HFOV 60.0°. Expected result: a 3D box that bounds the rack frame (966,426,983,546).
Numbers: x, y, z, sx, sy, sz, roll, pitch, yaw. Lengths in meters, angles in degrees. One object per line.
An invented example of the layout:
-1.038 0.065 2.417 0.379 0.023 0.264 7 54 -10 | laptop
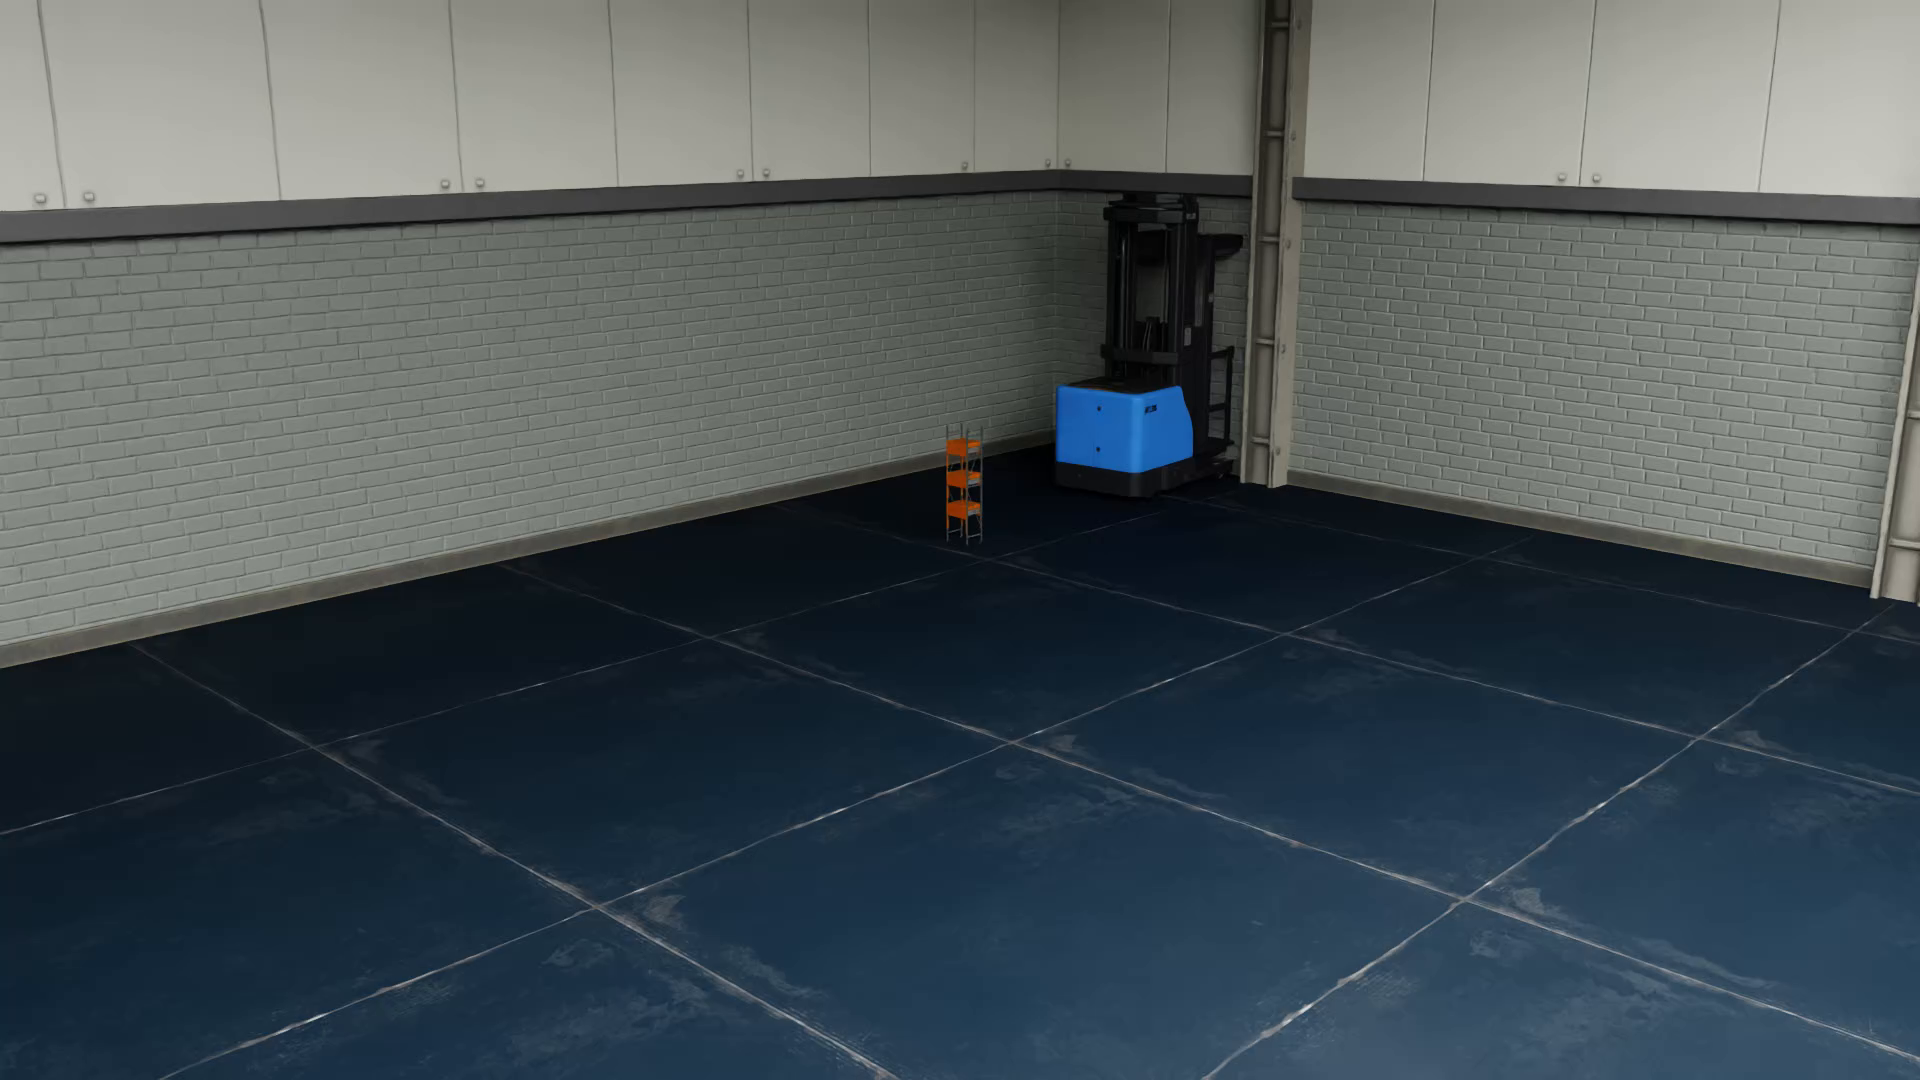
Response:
0.126 -0.477 14.682 0.008 1.050 0.200 14 20 42 | rack frame

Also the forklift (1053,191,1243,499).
2.254 -2.136 17.317 1.130 2.935 3.031 11 18 37 | forklift

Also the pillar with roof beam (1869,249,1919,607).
4.472 -3.111 9.026 0.400 9.000 9.100 14 20 42 | pillar with roof beam

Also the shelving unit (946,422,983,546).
0.039 -0.499 14.764 0.252 1.050 0.215 14 20 42 | shelving unit

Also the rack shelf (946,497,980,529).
0.039 -0.219 14.837 0.240 0.259 0.215 14 20 42 | rack shelf

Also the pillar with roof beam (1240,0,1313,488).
0.152 -4.161 13.056 0.400 9.000 9.100 14 20 42 | pillar with roof beam

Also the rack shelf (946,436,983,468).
0.038 -0.763 14.695 0.240 0.259 0.215 14 20 42 | rack shelf

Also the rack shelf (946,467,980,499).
0.038 -0.488 14.766 0.240 0.259 0.215 14 20 42 | rack shelf

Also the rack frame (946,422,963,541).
-0.049 -0.520 14.846 0.008 1.050 0.200 14 20 42 | rack frame
